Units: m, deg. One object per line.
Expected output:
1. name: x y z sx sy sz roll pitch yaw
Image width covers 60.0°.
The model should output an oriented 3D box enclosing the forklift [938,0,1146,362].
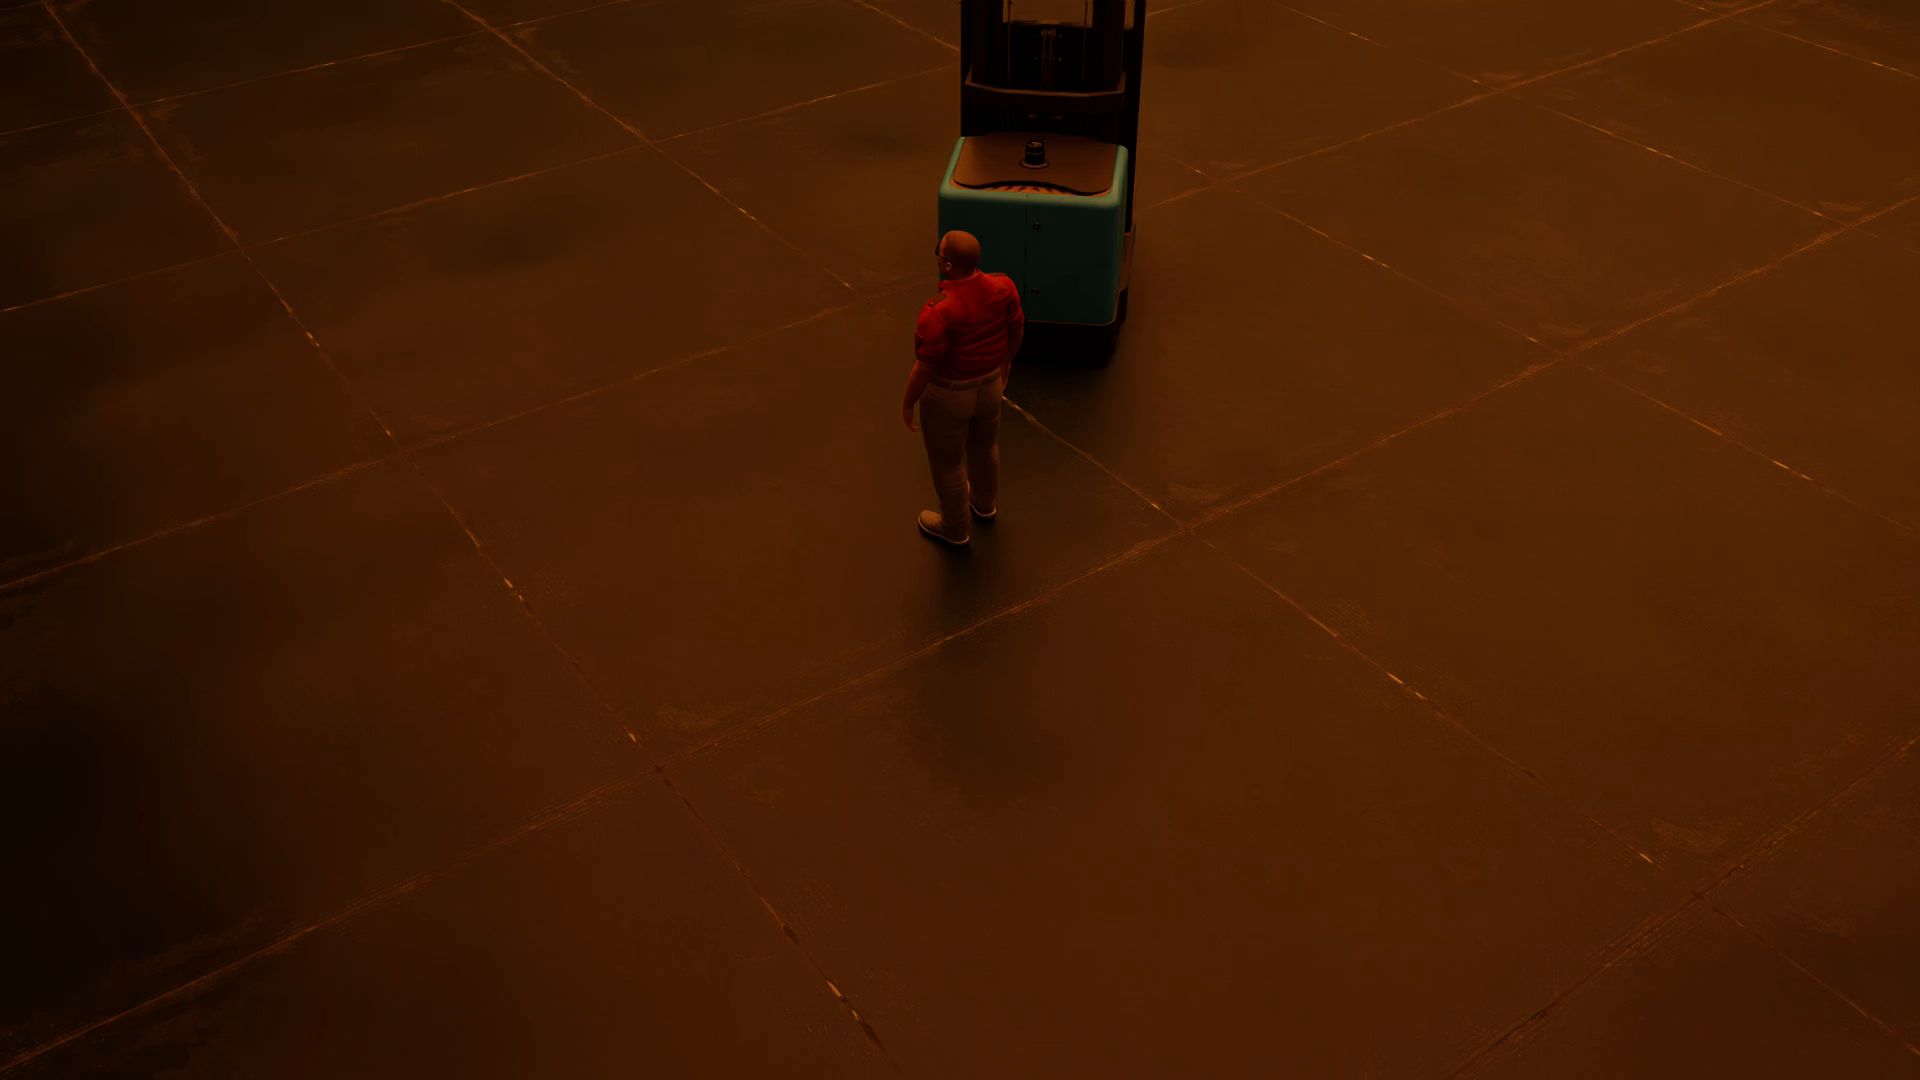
1. forklift: 0.583 -3.087 10.120 1.130 2.935 3.031 5 37 7

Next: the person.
1. person: -0.042 -0.748 7.956 0.640 1.727 0.551 -23 42 -28
